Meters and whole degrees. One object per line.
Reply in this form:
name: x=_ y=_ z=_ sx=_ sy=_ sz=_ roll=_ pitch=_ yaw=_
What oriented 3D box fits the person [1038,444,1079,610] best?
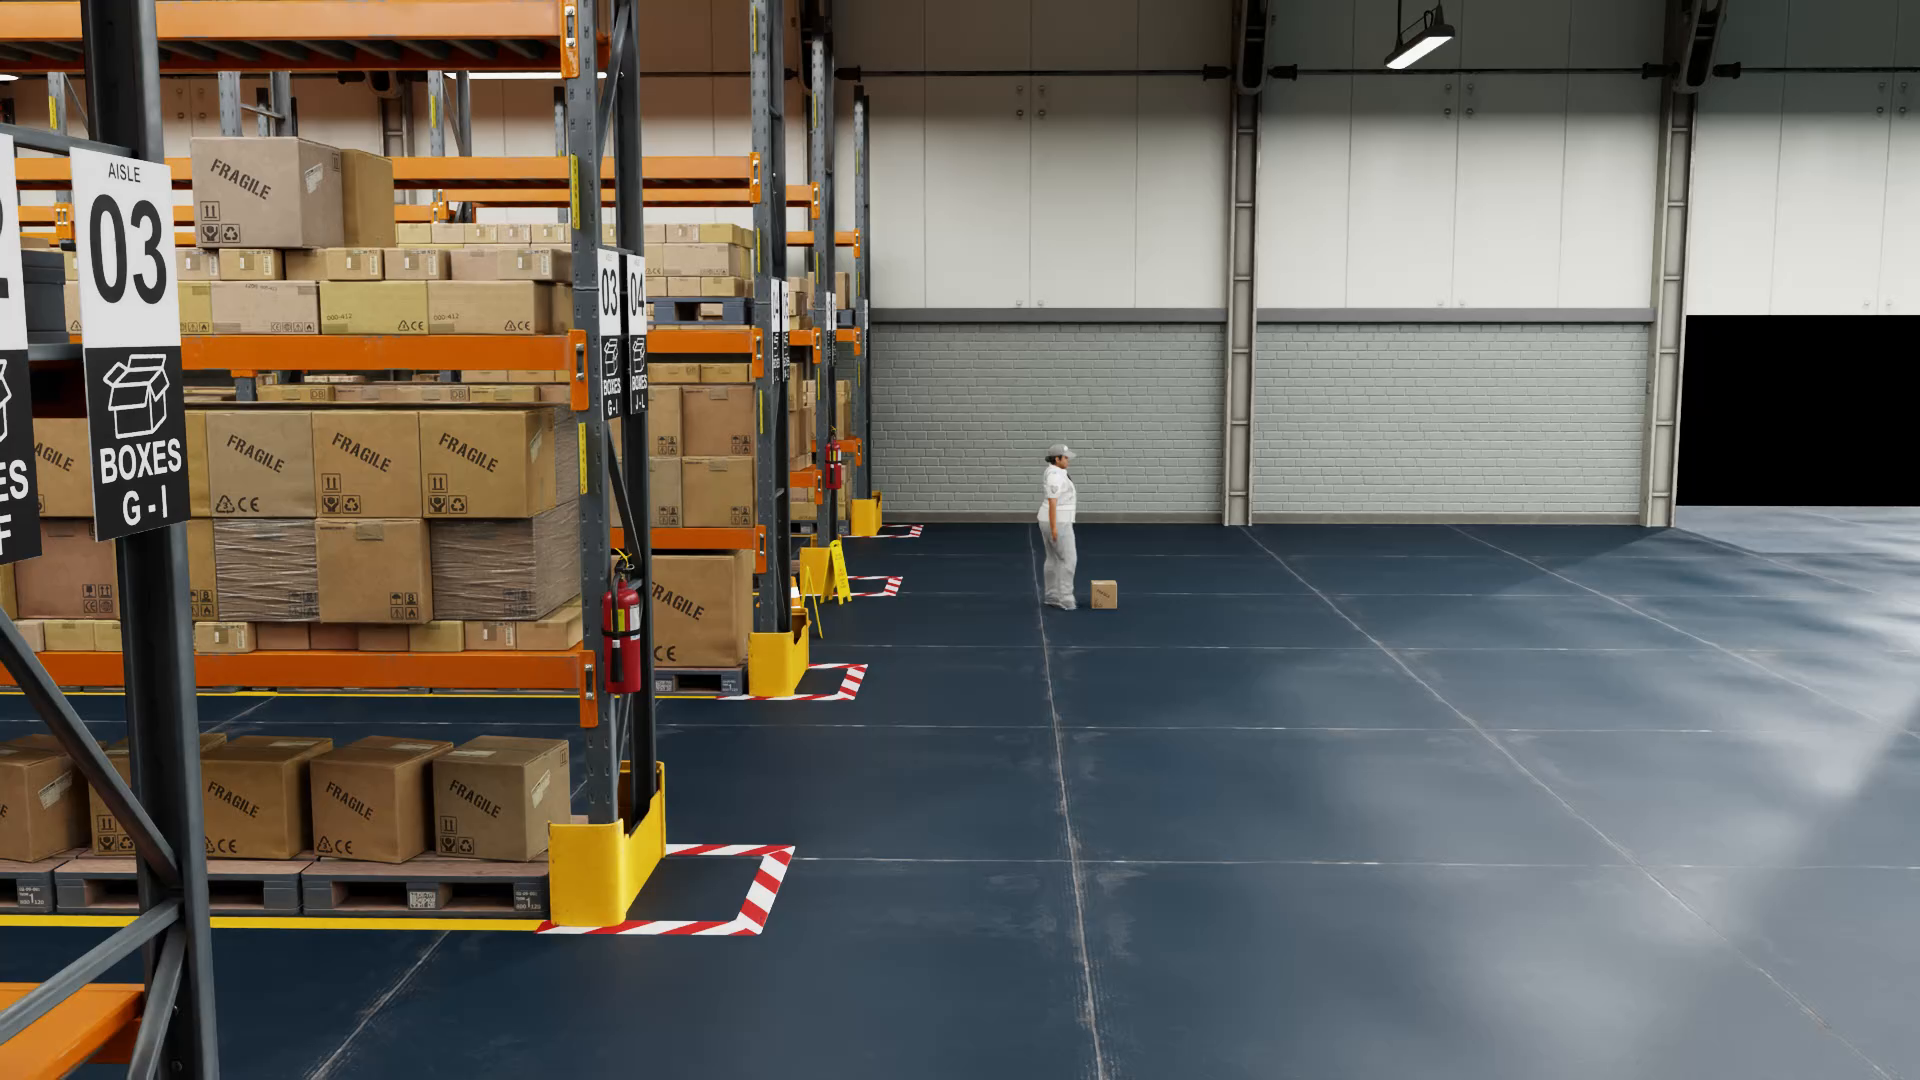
person: x=1.019 y=-0.119 z=16.913 sx=0.448 sy=1.733 sz=0.513 roll=-1 pitch=7 yaw=-6
